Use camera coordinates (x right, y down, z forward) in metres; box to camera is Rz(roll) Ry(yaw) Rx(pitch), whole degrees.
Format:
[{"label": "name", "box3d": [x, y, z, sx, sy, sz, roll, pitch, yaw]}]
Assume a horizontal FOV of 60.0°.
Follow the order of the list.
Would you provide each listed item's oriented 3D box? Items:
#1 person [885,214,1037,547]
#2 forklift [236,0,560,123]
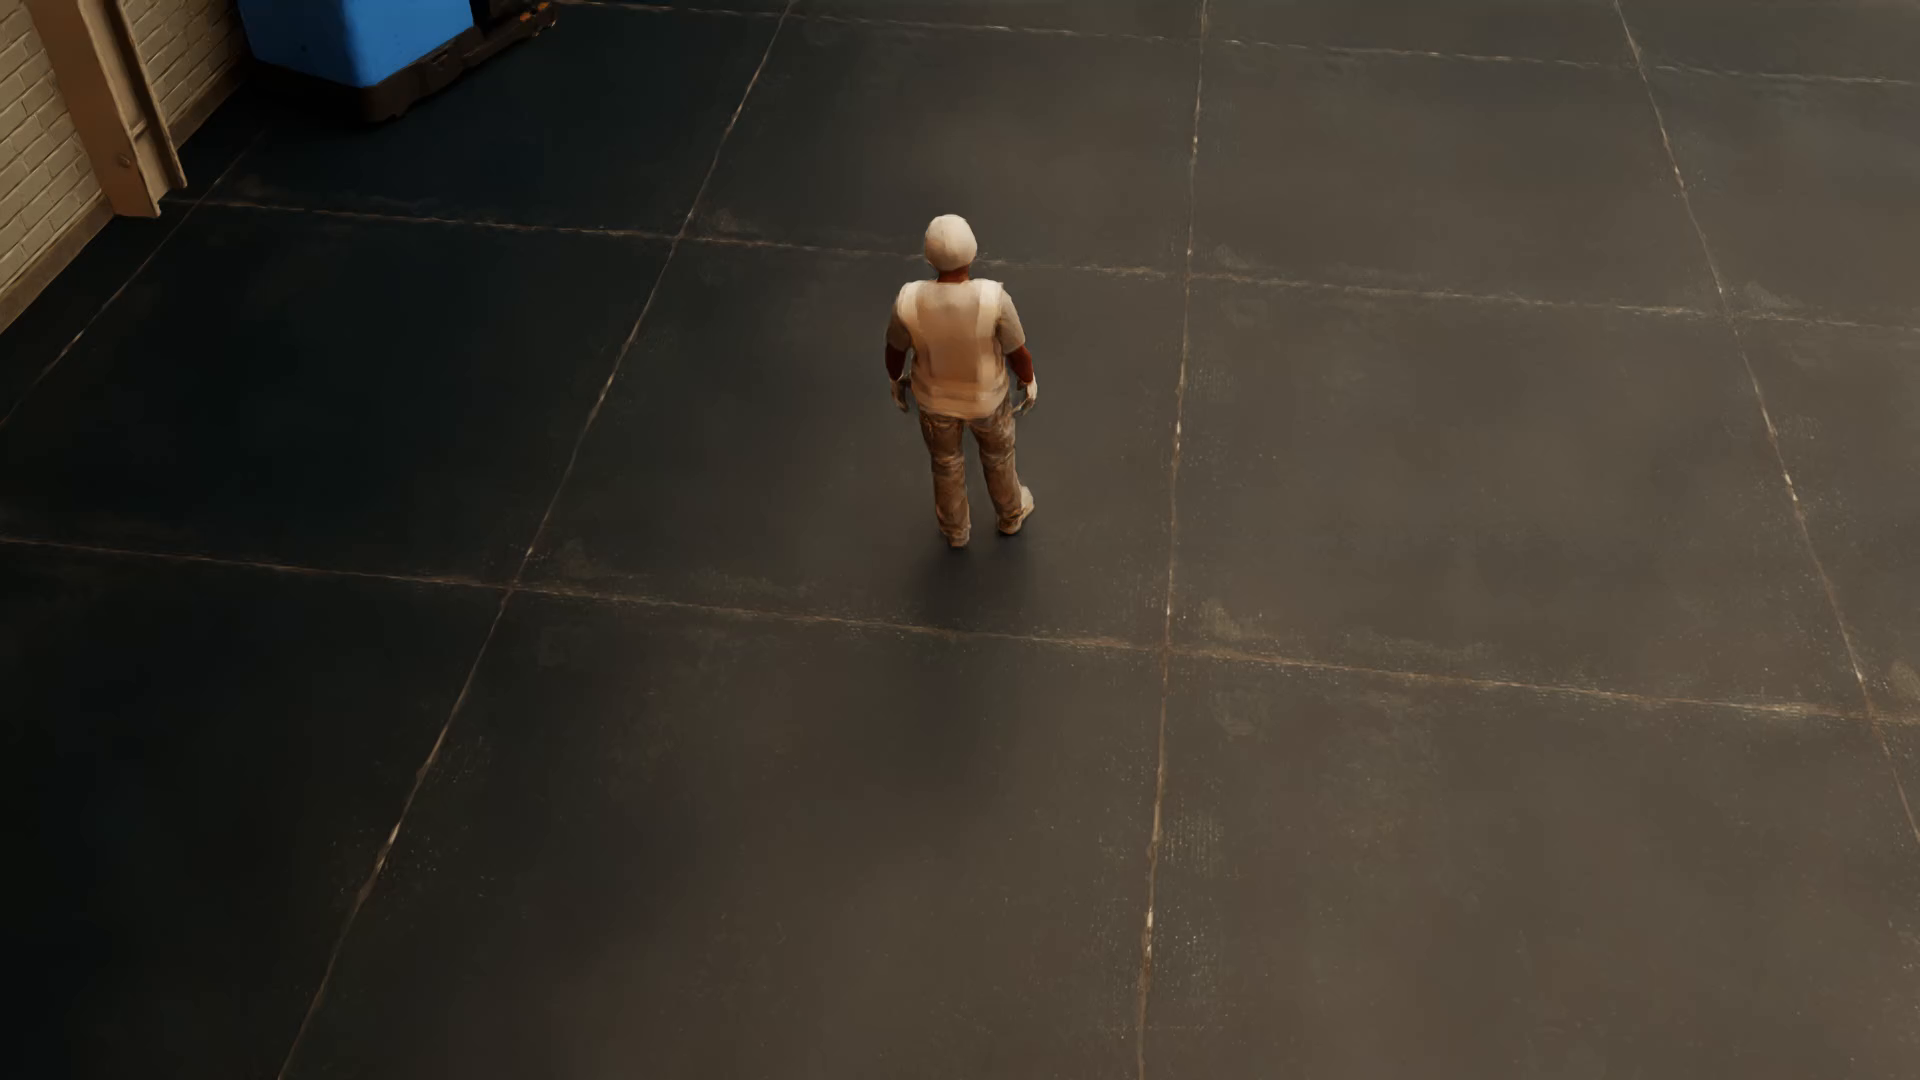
[{"label": "person", "box3d": [0.017, -0.710, 7.335, 0.655, 1.782, 0.576, 5, 43, 6]}, {"label": "forklift", "box3d": [-3.519, -4.757, 10.903, 1.130, 2.935, 3.031, 19, 46, 20]}]
